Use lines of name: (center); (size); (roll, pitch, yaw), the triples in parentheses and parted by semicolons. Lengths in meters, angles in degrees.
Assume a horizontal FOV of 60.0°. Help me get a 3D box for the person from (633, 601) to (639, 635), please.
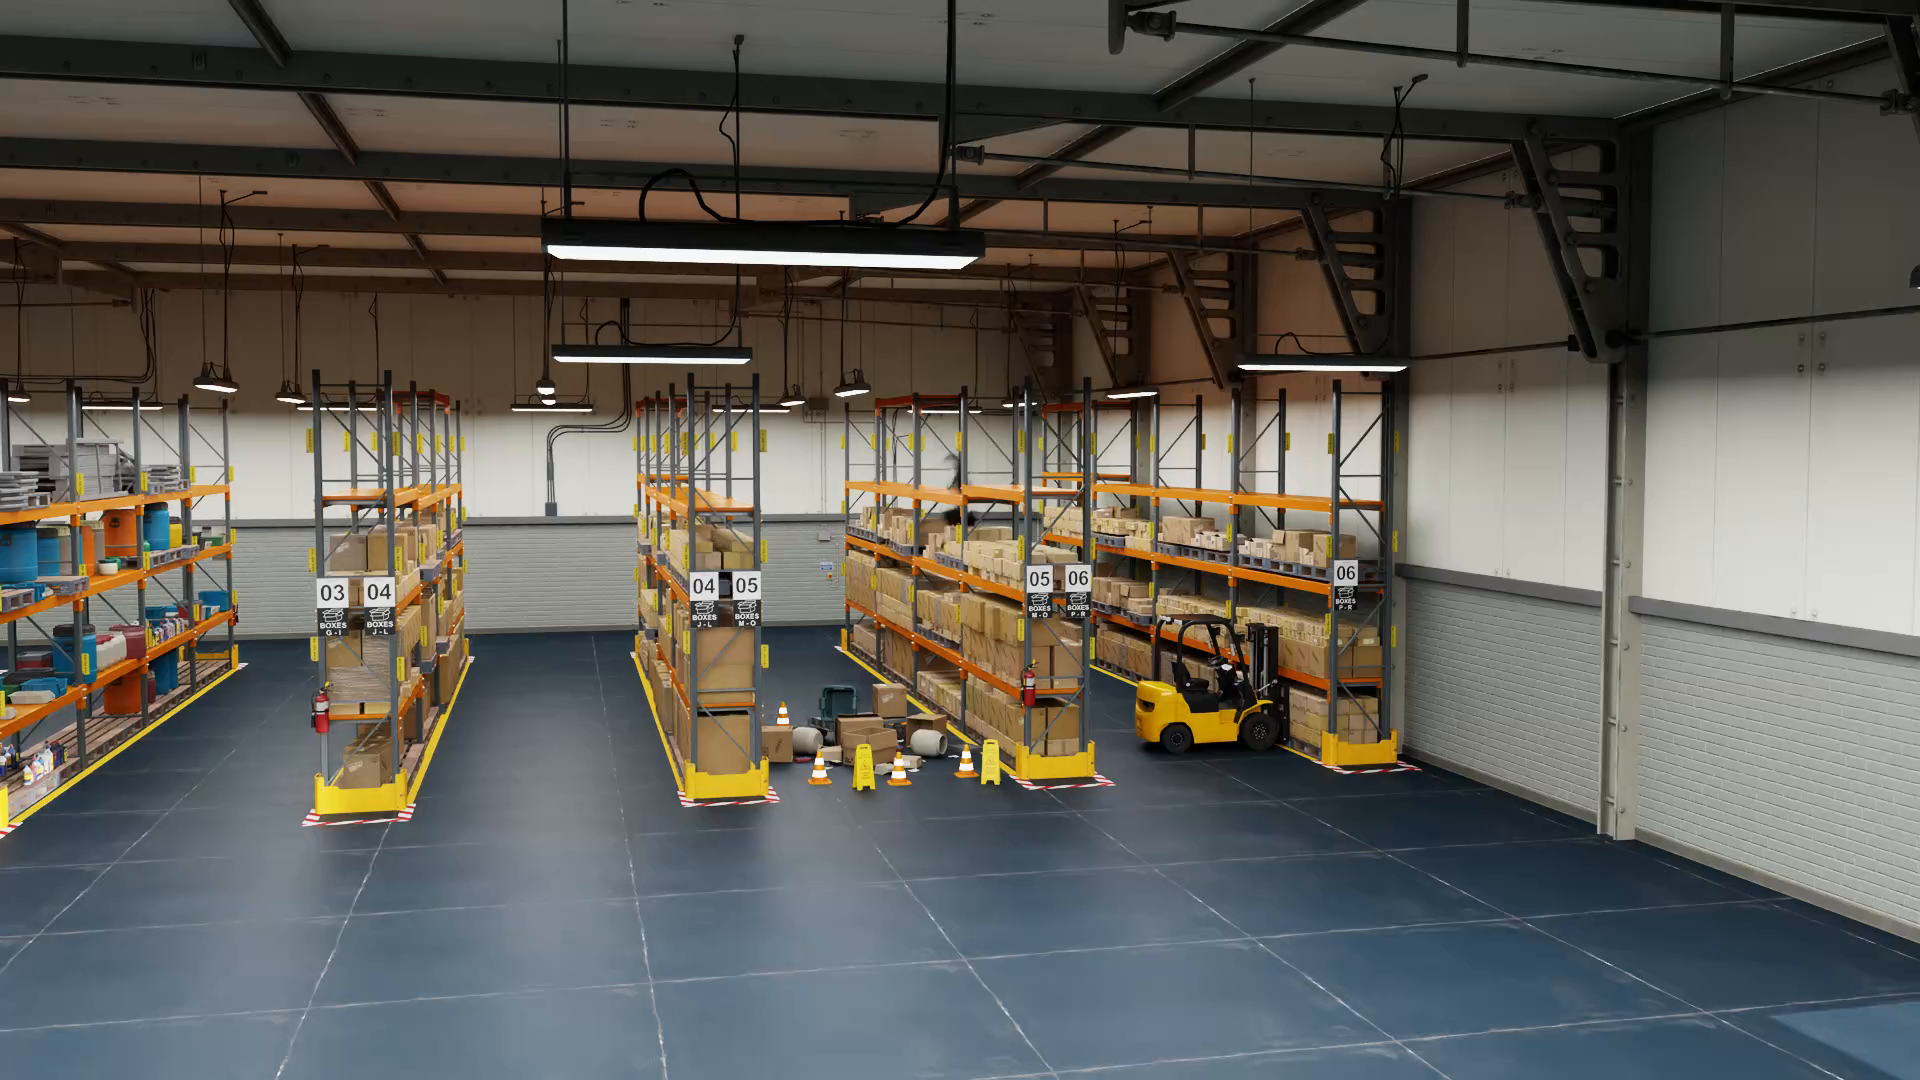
person: (-7.587, 1.806, 40.185); (0.676, 1.817, 0.756); (3, 5, 44)
